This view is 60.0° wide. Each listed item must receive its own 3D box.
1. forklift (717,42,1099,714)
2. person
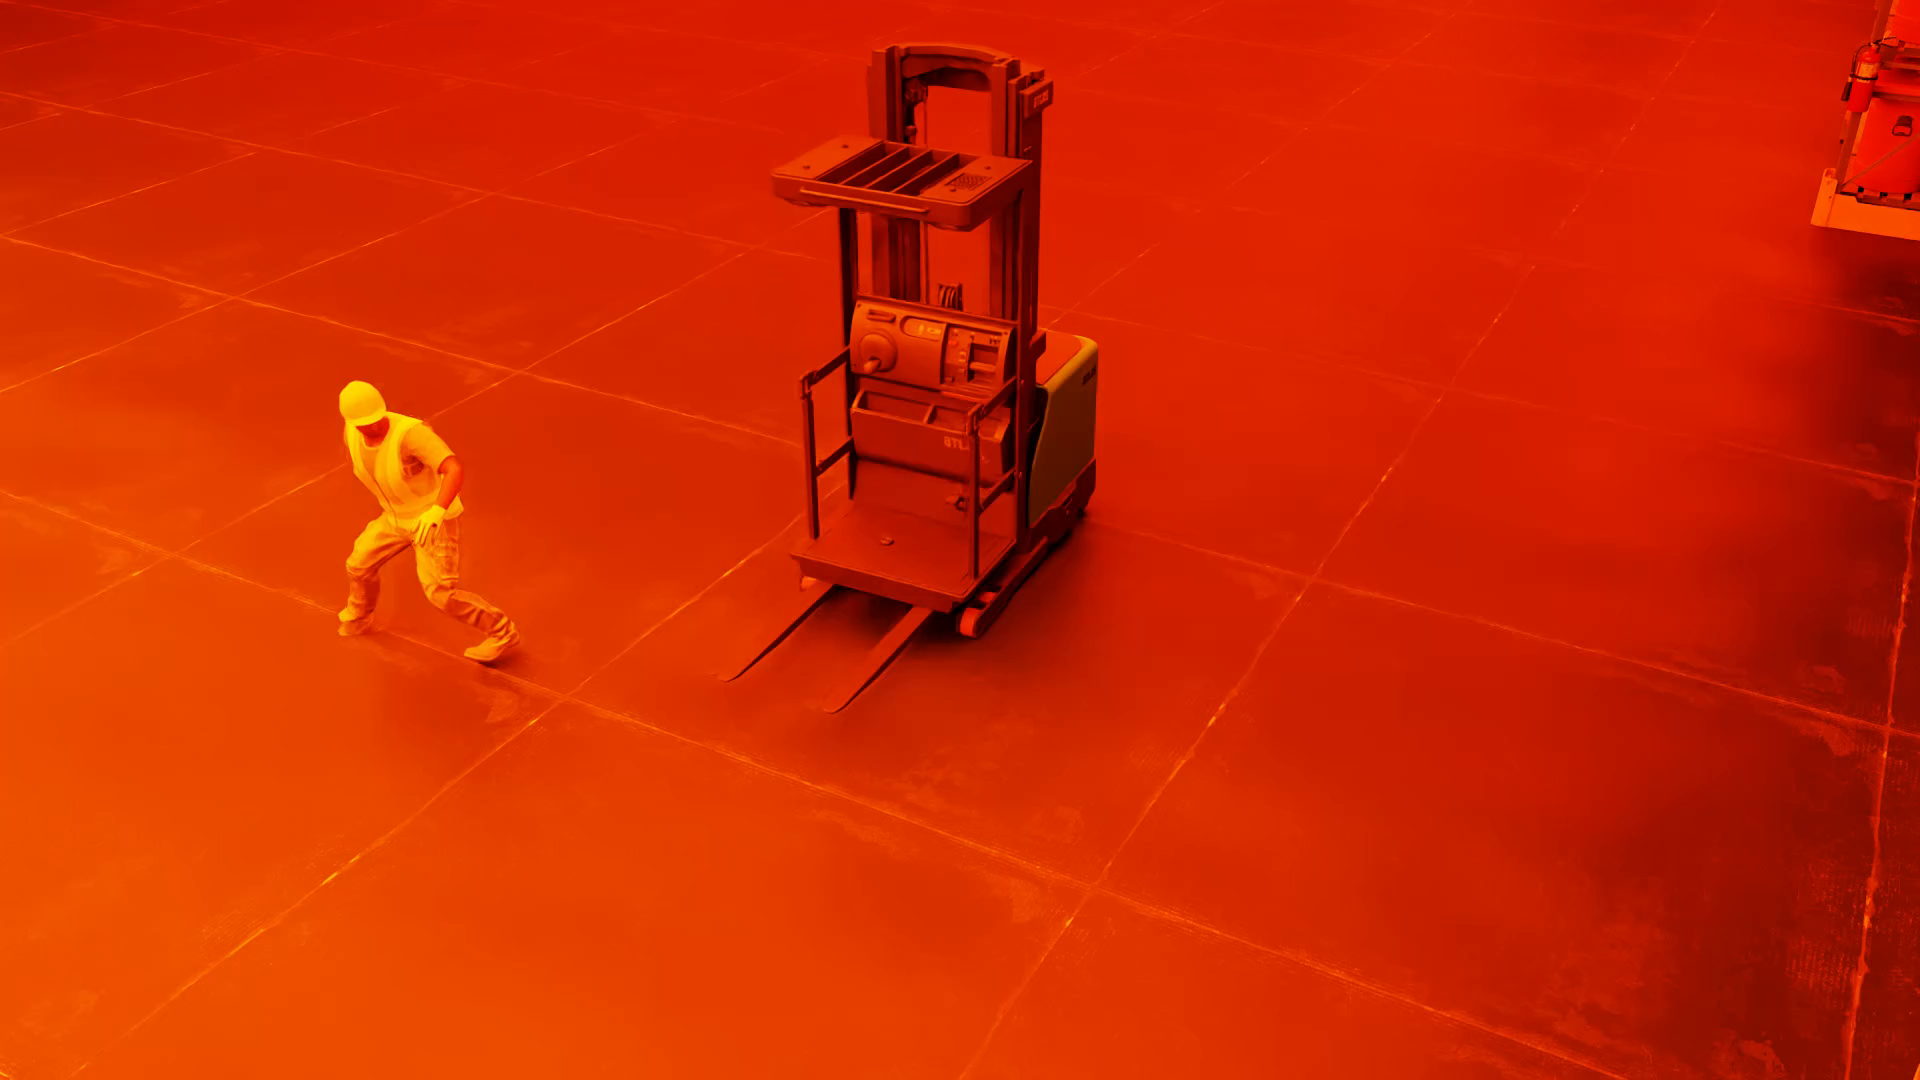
[{"bbox_3d":[-0.256,-0.986,8.779,1.130,2.935,3.031,14,33,22],"label":"forklift"},{"bbox_3d":[-2.909,-0.089,8.650,1.159,1.723,0.570,20,36,31],"label":"person"}]
